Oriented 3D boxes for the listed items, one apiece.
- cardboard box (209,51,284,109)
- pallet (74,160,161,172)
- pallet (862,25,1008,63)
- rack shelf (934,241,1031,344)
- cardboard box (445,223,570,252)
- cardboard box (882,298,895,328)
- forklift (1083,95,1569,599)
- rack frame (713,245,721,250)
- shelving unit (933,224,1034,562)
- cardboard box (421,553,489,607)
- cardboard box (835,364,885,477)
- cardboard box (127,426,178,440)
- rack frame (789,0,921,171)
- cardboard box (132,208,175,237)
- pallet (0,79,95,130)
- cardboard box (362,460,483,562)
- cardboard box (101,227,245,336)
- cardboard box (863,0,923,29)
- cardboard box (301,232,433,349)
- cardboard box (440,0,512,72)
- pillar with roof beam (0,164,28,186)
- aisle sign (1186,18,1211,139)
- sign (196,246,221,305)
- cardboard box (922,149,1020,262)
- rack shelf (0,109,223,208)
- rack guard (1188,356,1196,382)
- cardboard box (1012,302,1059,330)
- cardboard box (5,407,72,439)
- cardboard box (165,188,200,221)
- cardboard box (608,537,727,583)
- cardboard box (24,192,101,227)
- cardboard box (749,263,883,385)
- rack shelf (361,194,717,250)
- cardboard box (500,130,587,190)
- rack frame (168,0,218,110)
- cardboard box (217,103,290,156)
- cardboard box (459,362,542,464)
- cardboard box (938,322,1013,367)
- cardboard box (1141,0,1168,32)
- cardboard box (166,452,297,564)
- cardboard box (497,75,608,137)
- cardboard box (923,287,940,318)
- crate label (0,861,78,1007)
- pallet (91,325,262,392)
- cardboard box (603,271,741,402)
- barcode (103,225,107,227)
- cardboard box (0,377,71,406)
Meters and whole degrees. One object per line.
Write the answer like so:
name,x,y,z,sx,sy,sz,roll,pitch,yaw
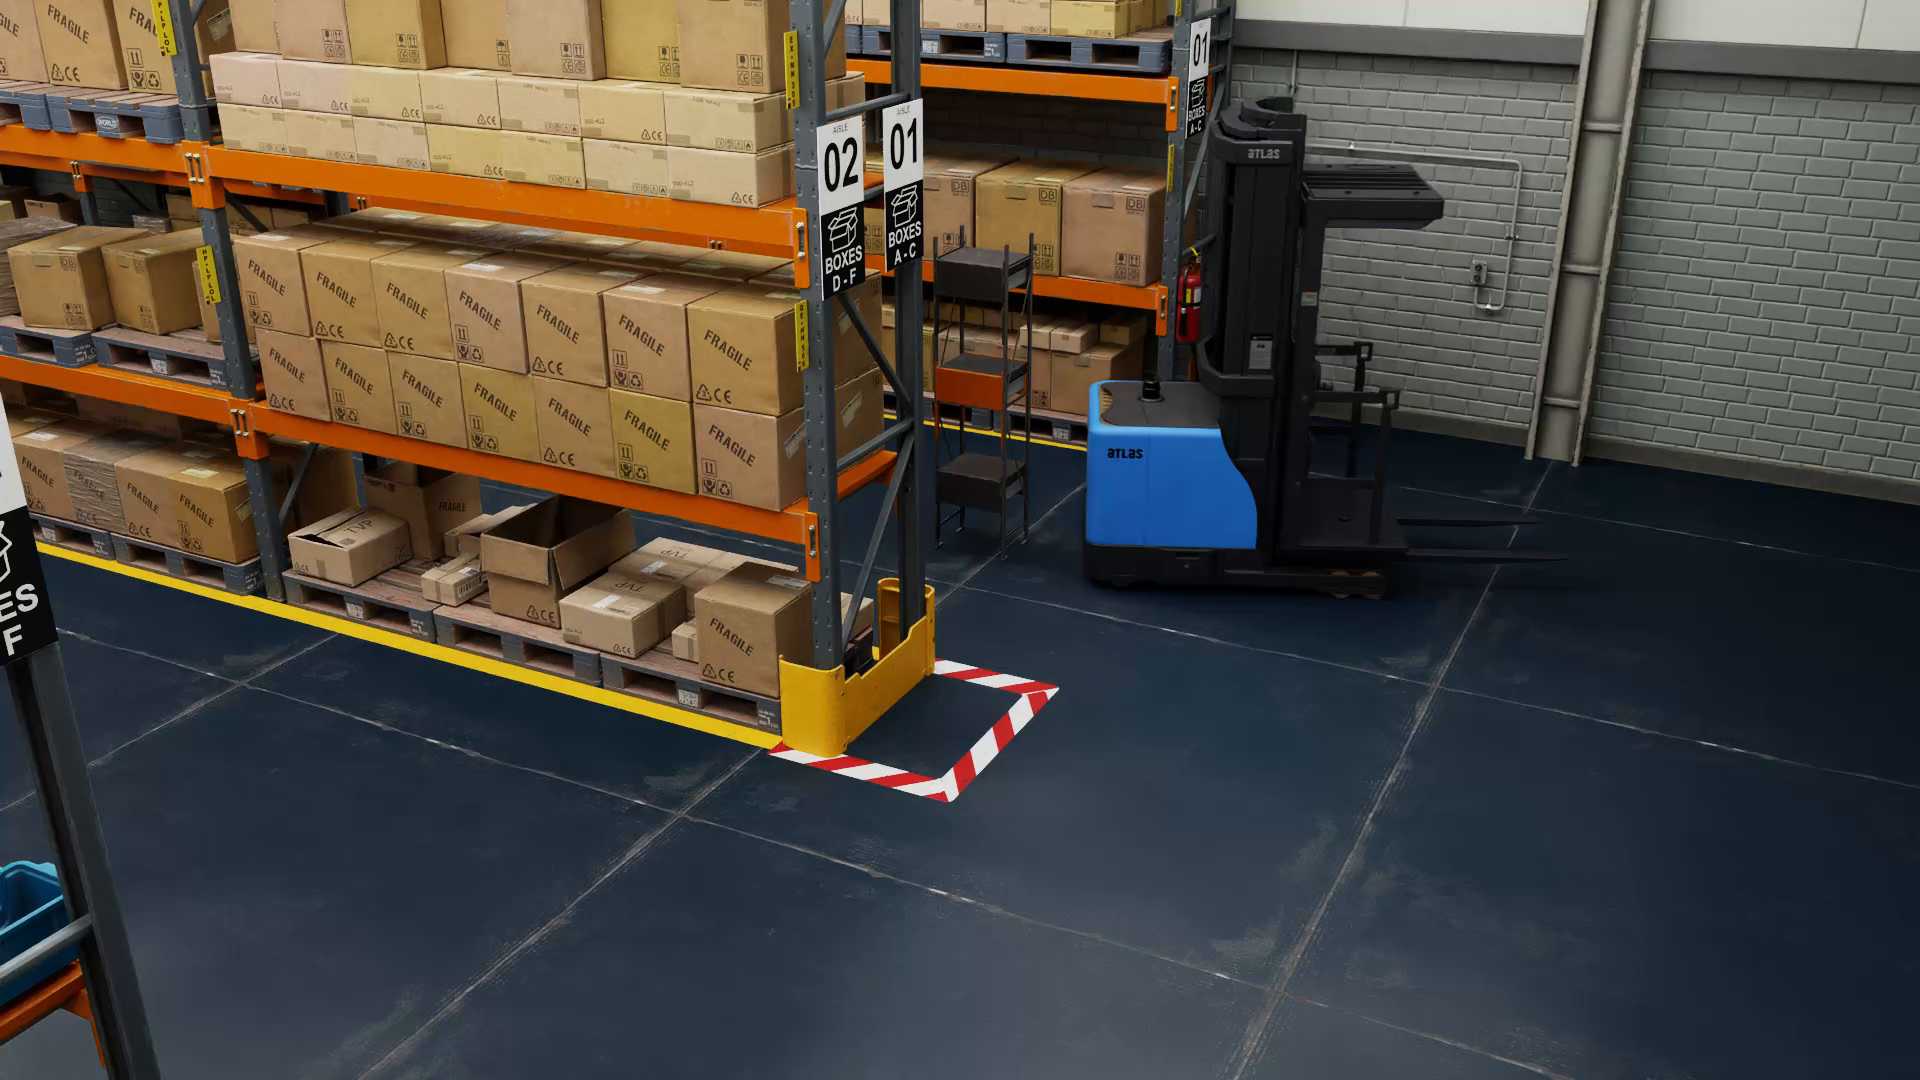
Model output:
cardboard box,-3.718,-2.540,9.110,0.500,0.250,0.500,11,25,25
pallet,-8.331,-4.041,17.164,1.213,0.211,1.003,11,25,25
pallet,0.002,-3.878,12.816,1.213,0.211,1.003,11,25,25
rack shelf,0.148,-1.569,10.502,0.480,0.518,0.431,11,25,25
cardboard box,-2.563,-1.500,9.539,0.500,0.500,0.500,11,26,25
cardboard box,-0.497,-1.860,13.618,0.250,0.149,0.380,10,25,23
forklift,2.323,-1.197,10.320,3.031,2.935,1.130,1,23,3
rack frame,-1.808,-2.902,14.242,0.127,3.000,1.000,11,25,25
shelving unit,0.148,-0.937,10.770,0.503,2.100,0.431,11,25,25
cardboard box,-2.986,0.229,9.937,0.250,0.166,0.380,11,25,25
cardboard box,-0.747,-0.682,8.892,0.500,0.500,0.500,12,26,26
cardboard box,-5.285,-0.575,11.402,0.500,0.500,0.500,12,26,25
rack frame,-0.470,-3.226,7.337,0.127,3.000,1.000,11,25,25
cardboard box,-8.283,-3.243,17.674,0.500,0.500,0.700,12,26,26
pallet,-5.517,-2.787,10.378,1.003,0.211,1.213,11,25,25
cardboard box,-3.403,-0.222,10.571,0.500,0.500,0.500,11,25,25
cardboard box,-5.004,-1.672,10.684,0.500,0.500,0.700,16,28,33
cardboard box,-0.400,-4.056,12.649,0.500,0.250,0.500,10,25,23
cardboard box,-3.285,-1.405,9.316,0.500,0.500,0.500,10,25,23
cardboard box,-2.242,-2.726,8.590,0.500,0.500,0.700,11,25,25
pillar with roof beam,-13.444,-6.457,14.934,0.400,9.000,9.100,11,25,25
aisle sign,1.691,-3.275,11.796,0.004,0.787,0.394,11,25,25
sign,-4.287,-1.510,9.488,0.005,0.325,0.100,11,25,25
cardboard box,-0.028,-2.683,13.343,0.700,0.700,0.980,10,25,22
rack shelf,-5.824,-2.574,10.556,4.000,0.370,1.077,11,25,25
rack guard,1.783,-1.041,13.060,0.348,0.500,1.175,11,25,25
cardboard box,0.618,-1.807,13.496,0.250,0.149,0.380,11,26,25
cardboard box,-6.417,-0.569,11.387,0.500,0.500,0.500,11,25,24
cardboard box,-7.888,-3.511,17.348,0.500,0.250,0.500,11,25,23
cardboard box,-1.719,0.226,9.837,0.500,0.250,0.500,11,25,25
cardboard box,-9.891,-3.536,18.365,0.500,0.500,0.500,9,25,21
cardboard box,-0.747,-1.142,8.697,0.500,0.500,0.500,12,26,26
rack shelf,-3.592,-2.924,15.213,4.000,0.370,1.077,11,25,25
cardboard box,-1.940,-1.951,8.364,0.500,0.250,0.500,11,25,25
rack frame,-4.039,-3.932,8.998,0.127,3.000,1.000,11,25,25
cardboard box,-3.717,-2.311,9.209,0.500,0.250,0.500,11,25,25
cardboard box,-2.349,-0.765,9.087,0.500,0.500,0.500,11,25,24
cardboard box,0.197,-1.505,13.612,0.500,0.500,0.700,10,25,23
cardboard box,1.221,-3.961,12.426,0.500,0.250,0.500,13,26,27
cardboard box,-4.609,-0.211,10.545,0.500,0.500,0.500,11,25,24
cardboard box,-1.934,-2.186,8.278,0.500,0.250,0.500,11,25,25
cardboard box,-0.295,-1.987,13.919,0.250,0.149,0.380,11,26,25
crate label,-2.780,1.155,4.839,0.303,0.233,0.416,11,25,25
pallet,-4.703,-1.262,10.631,1.213,0.211,1.003,11,25,25
cardboard box,-1.442,-1.043,8.464,0.500,0.500,0.500,12,26,26
barcode,-9.570,-3.493,18.621,0.075,0.075,0.001,11,25,25
cardboard box,-6.616,-1.183,11.874,0.500,0.250,0.500,12,26,27
